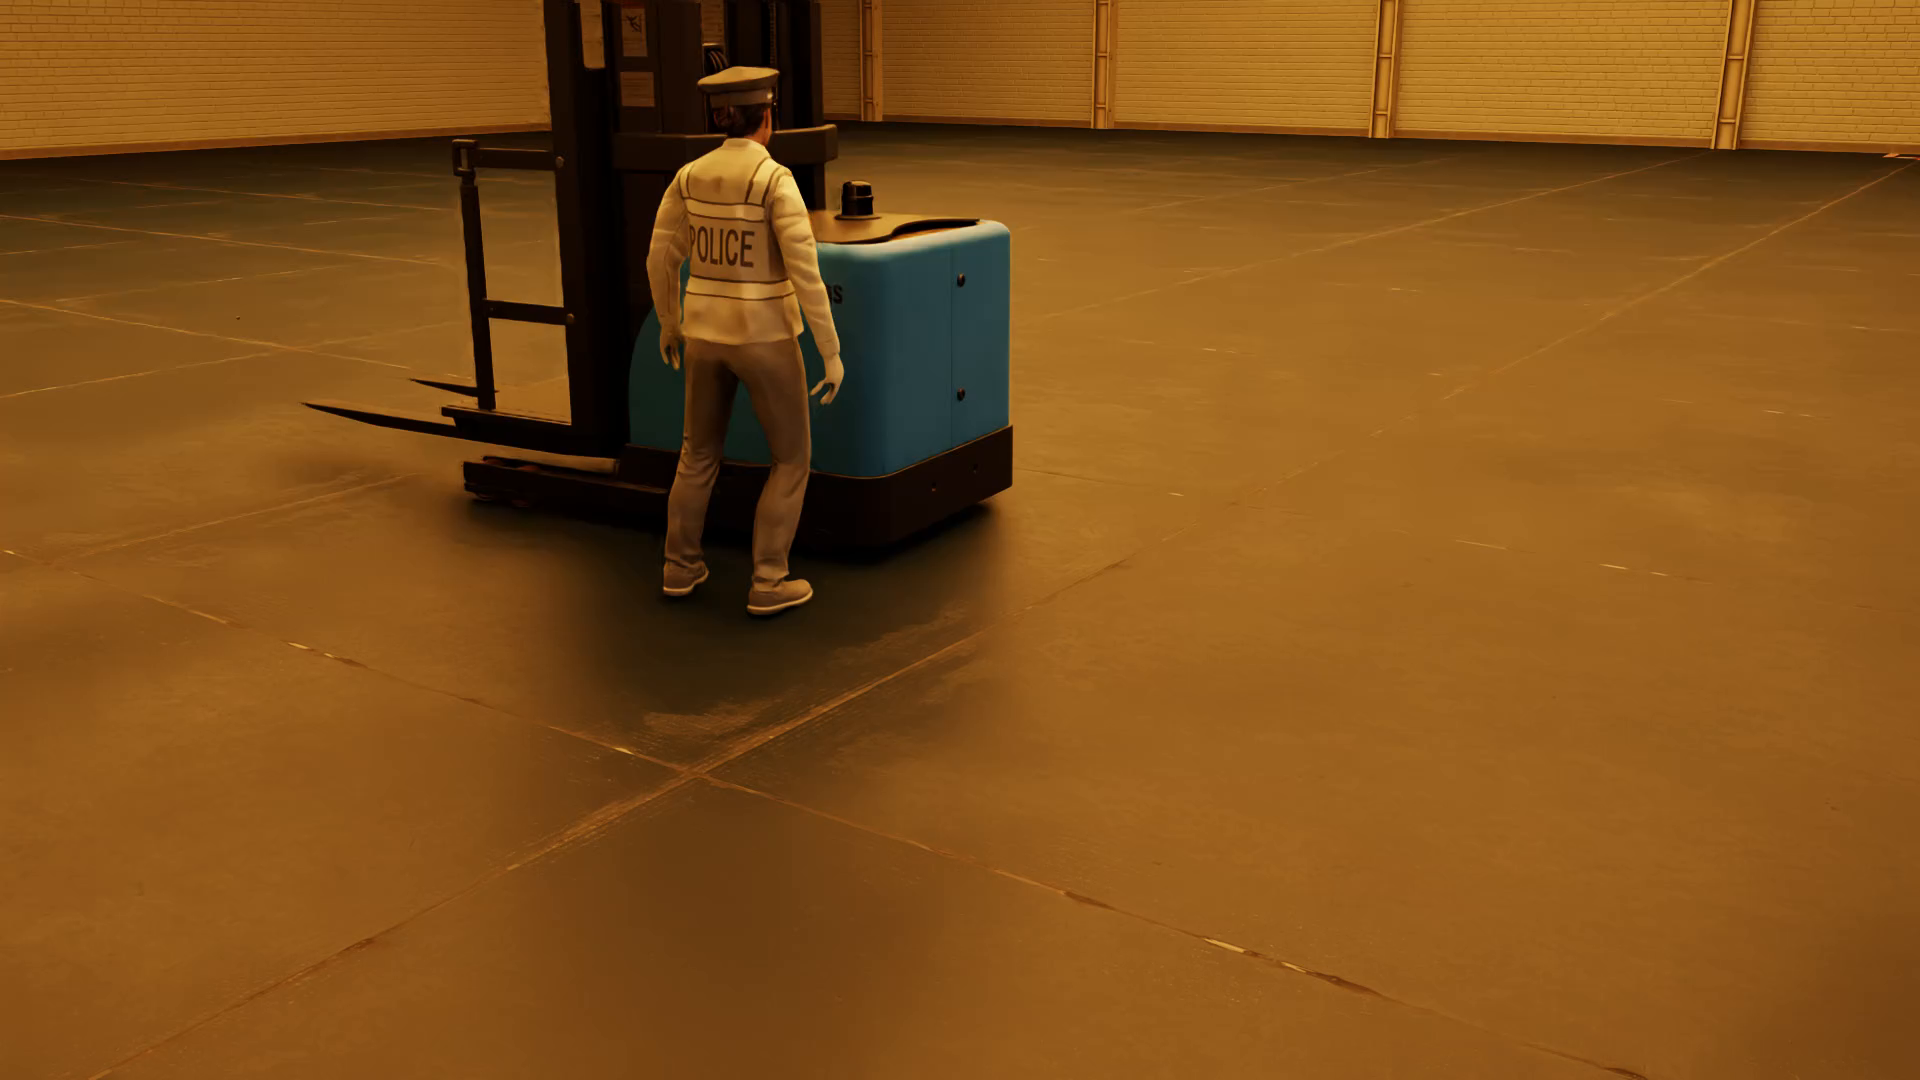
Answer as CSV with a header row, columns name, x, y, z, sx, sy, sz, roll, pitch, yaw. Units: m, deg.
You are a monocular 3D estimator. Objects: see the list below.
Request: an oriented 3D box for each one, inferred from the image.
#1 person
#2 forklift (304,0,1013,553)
name,x,y,z,sx,sy,sz,roll,pitch,yaw
person,-0.667,-0.596,5.087,0.701,1.640,0.343,8,19,26
forklift,-1.335,-1.646,6.337,3.031,2.935,1.130,9,19,28
